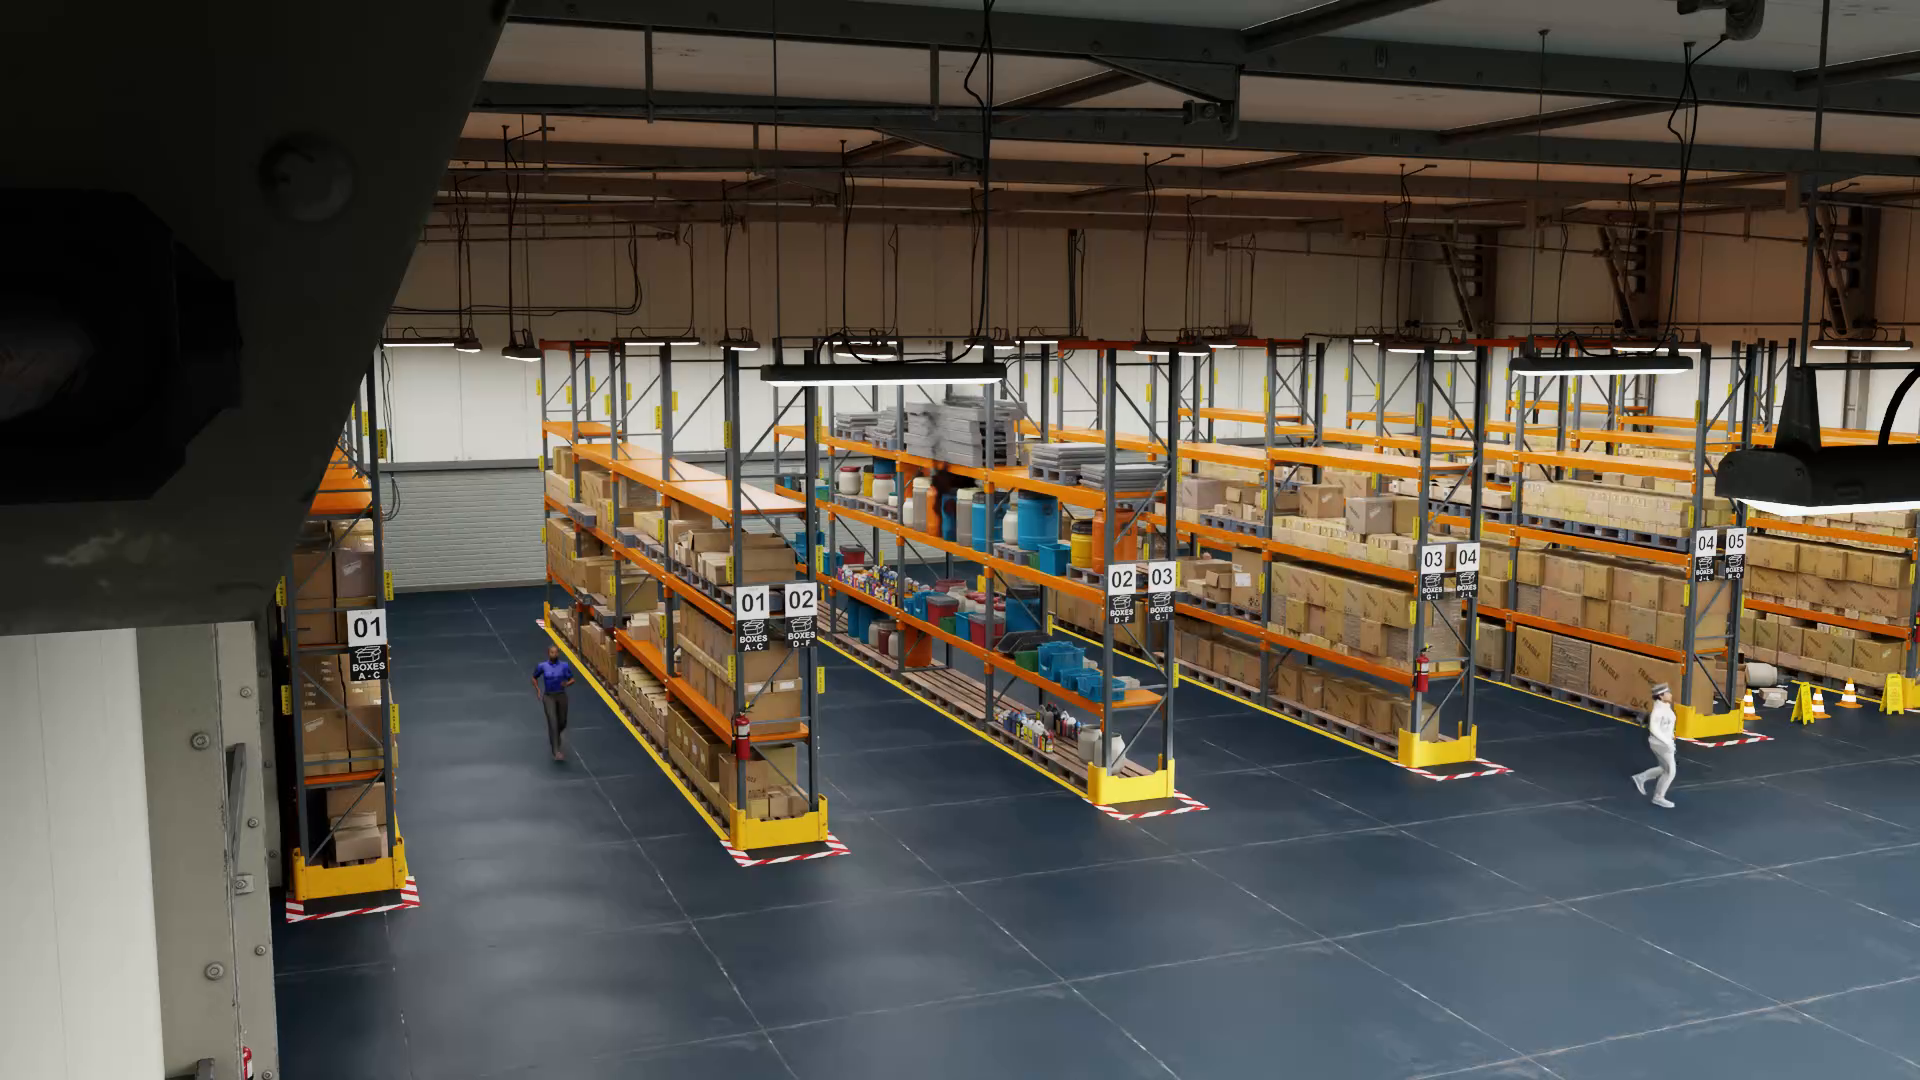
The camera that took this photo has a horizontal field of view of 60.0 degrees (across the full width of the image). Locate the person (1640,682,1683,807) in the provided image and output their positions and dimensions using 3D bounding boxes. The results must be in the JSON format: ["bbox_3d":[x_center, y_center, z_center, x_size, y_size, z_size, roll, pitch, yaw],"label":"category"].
[{"bbox_3d":[9.256,2.680,21.896,0.506,1.667,0.620,3,8,23],"label":"person"}]

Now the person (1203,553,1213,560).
[{"bbox_3d":[4.950,1.134,33.515,0.691,1.765,1.098,-3,8,-20],"label":"person"}]

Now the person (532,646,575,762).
[{"bbox_3d":[-5.932,2.356,24.344,0.587,1.627,0.879,-4,8,-26],"label":"person"}]
